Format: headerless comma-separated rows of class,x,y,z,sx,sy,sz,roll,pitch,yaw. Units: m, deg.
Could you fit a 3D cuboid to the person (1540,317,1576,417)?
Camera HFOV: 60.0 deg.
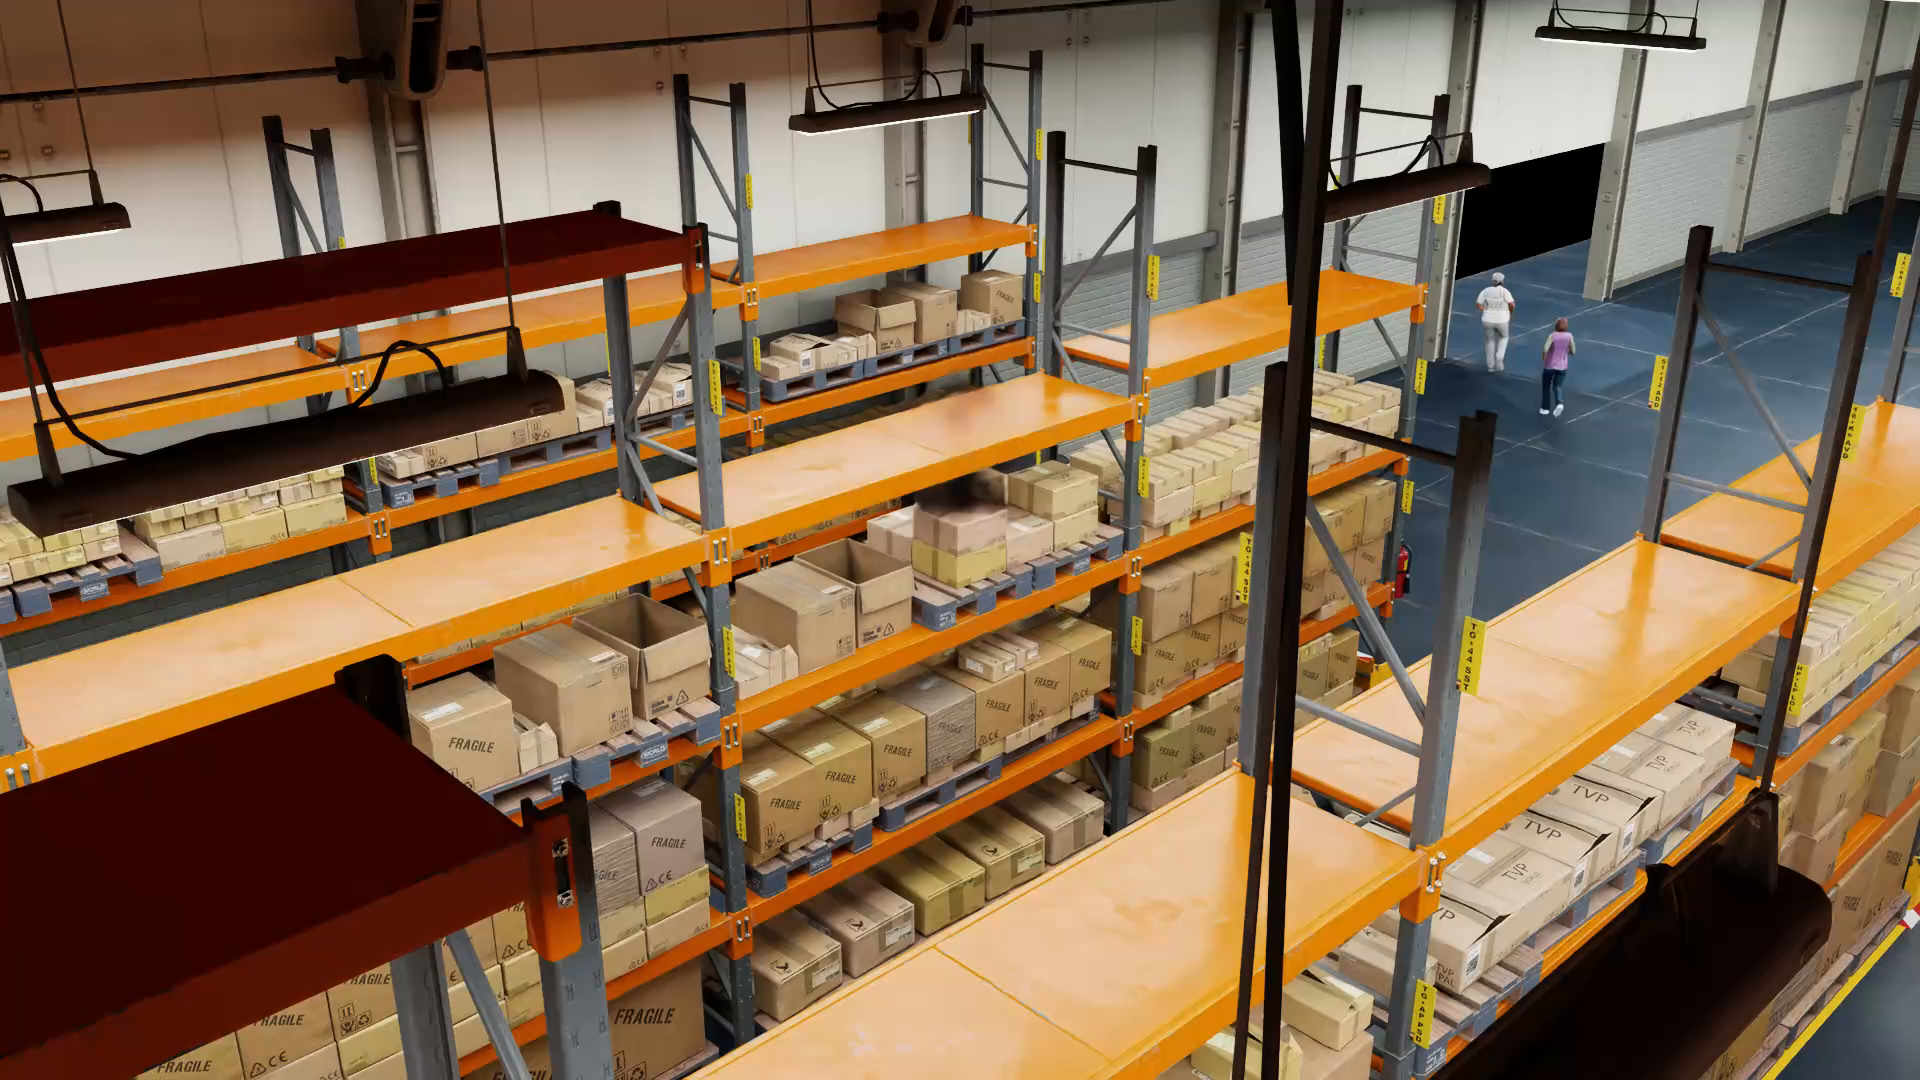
person,8.949,-2.569,24.992,0.538,1.591,0.839,2,23,5

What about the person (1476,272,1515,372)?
person,8.821,-3.602,27.429,0.640,1.637,0.557,11,25,25
